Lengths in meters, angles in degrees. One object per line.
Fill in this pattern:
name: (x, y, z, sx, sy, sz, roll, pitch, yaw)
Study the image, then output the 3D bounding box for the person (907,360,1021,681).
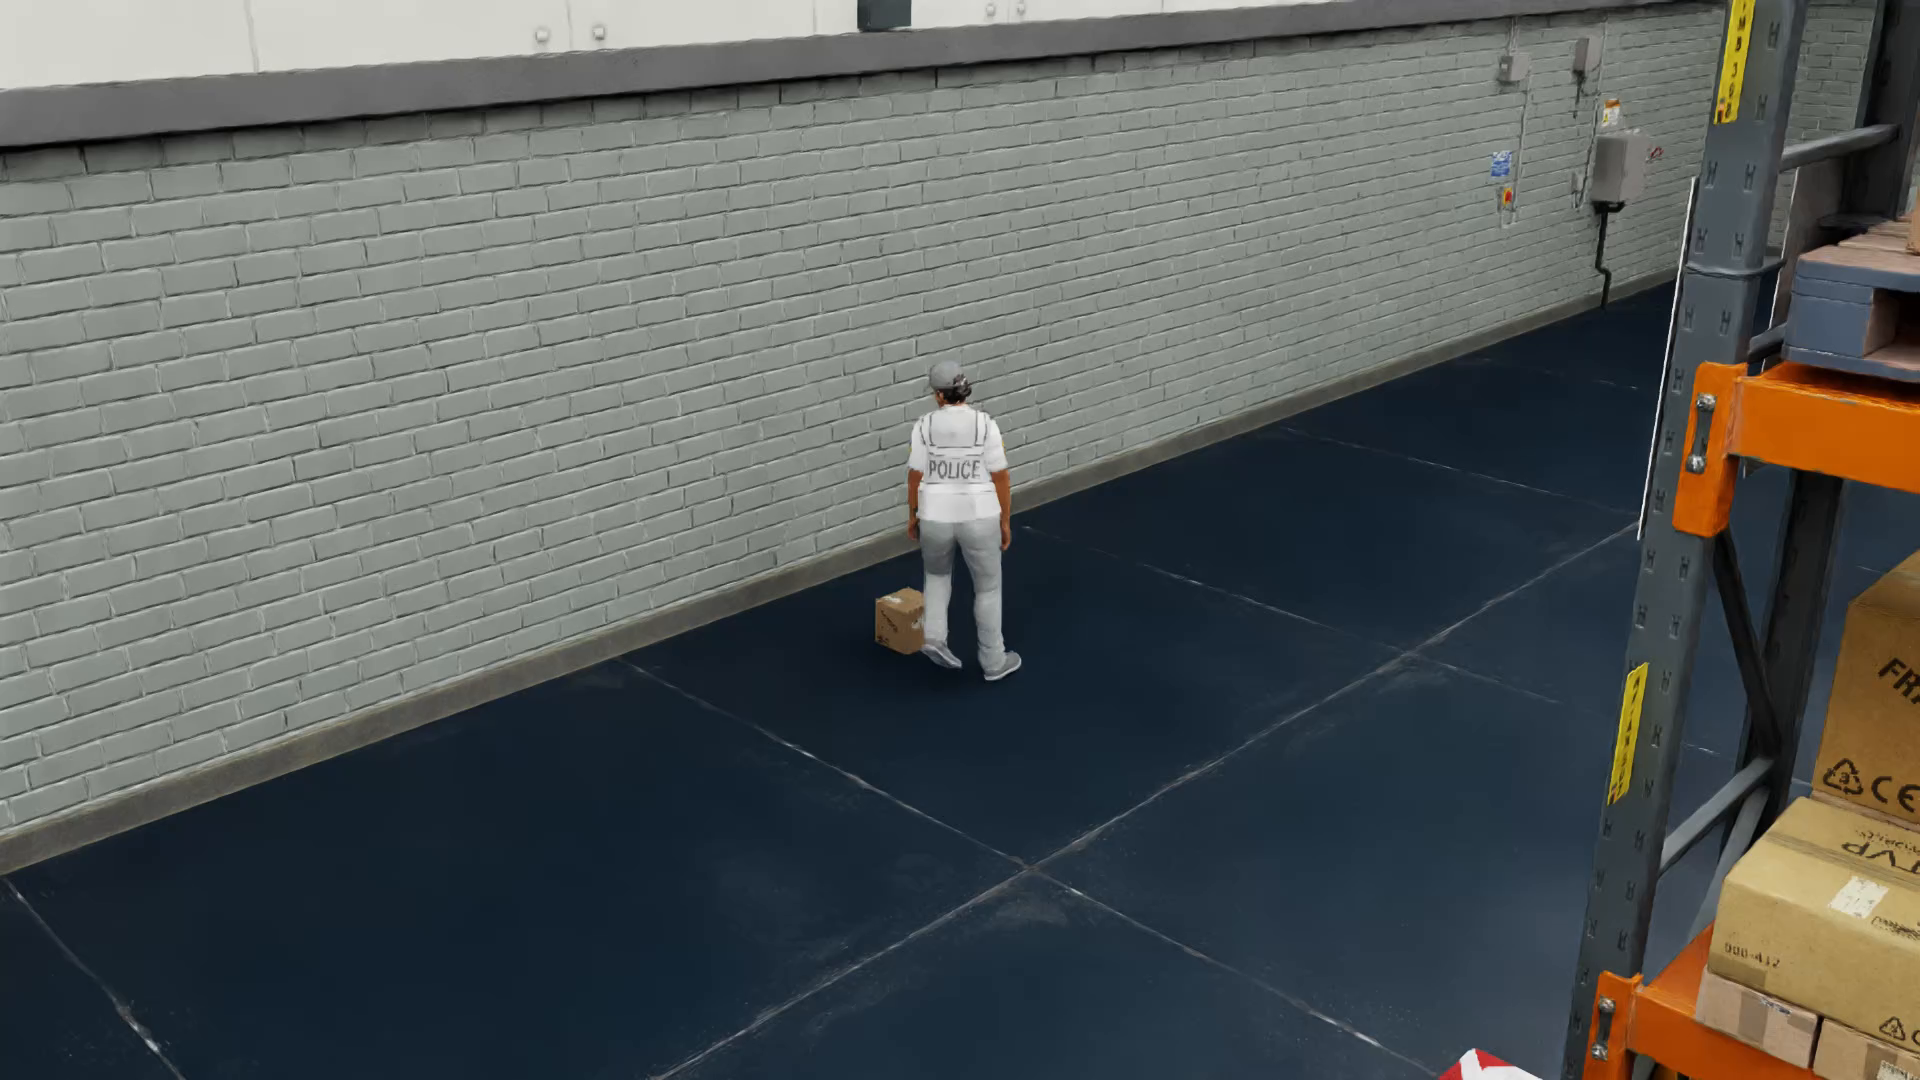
person: (0.006, -0.083, 8.317, 0.588, 1.640, 0.460, 4, 21, 11)
